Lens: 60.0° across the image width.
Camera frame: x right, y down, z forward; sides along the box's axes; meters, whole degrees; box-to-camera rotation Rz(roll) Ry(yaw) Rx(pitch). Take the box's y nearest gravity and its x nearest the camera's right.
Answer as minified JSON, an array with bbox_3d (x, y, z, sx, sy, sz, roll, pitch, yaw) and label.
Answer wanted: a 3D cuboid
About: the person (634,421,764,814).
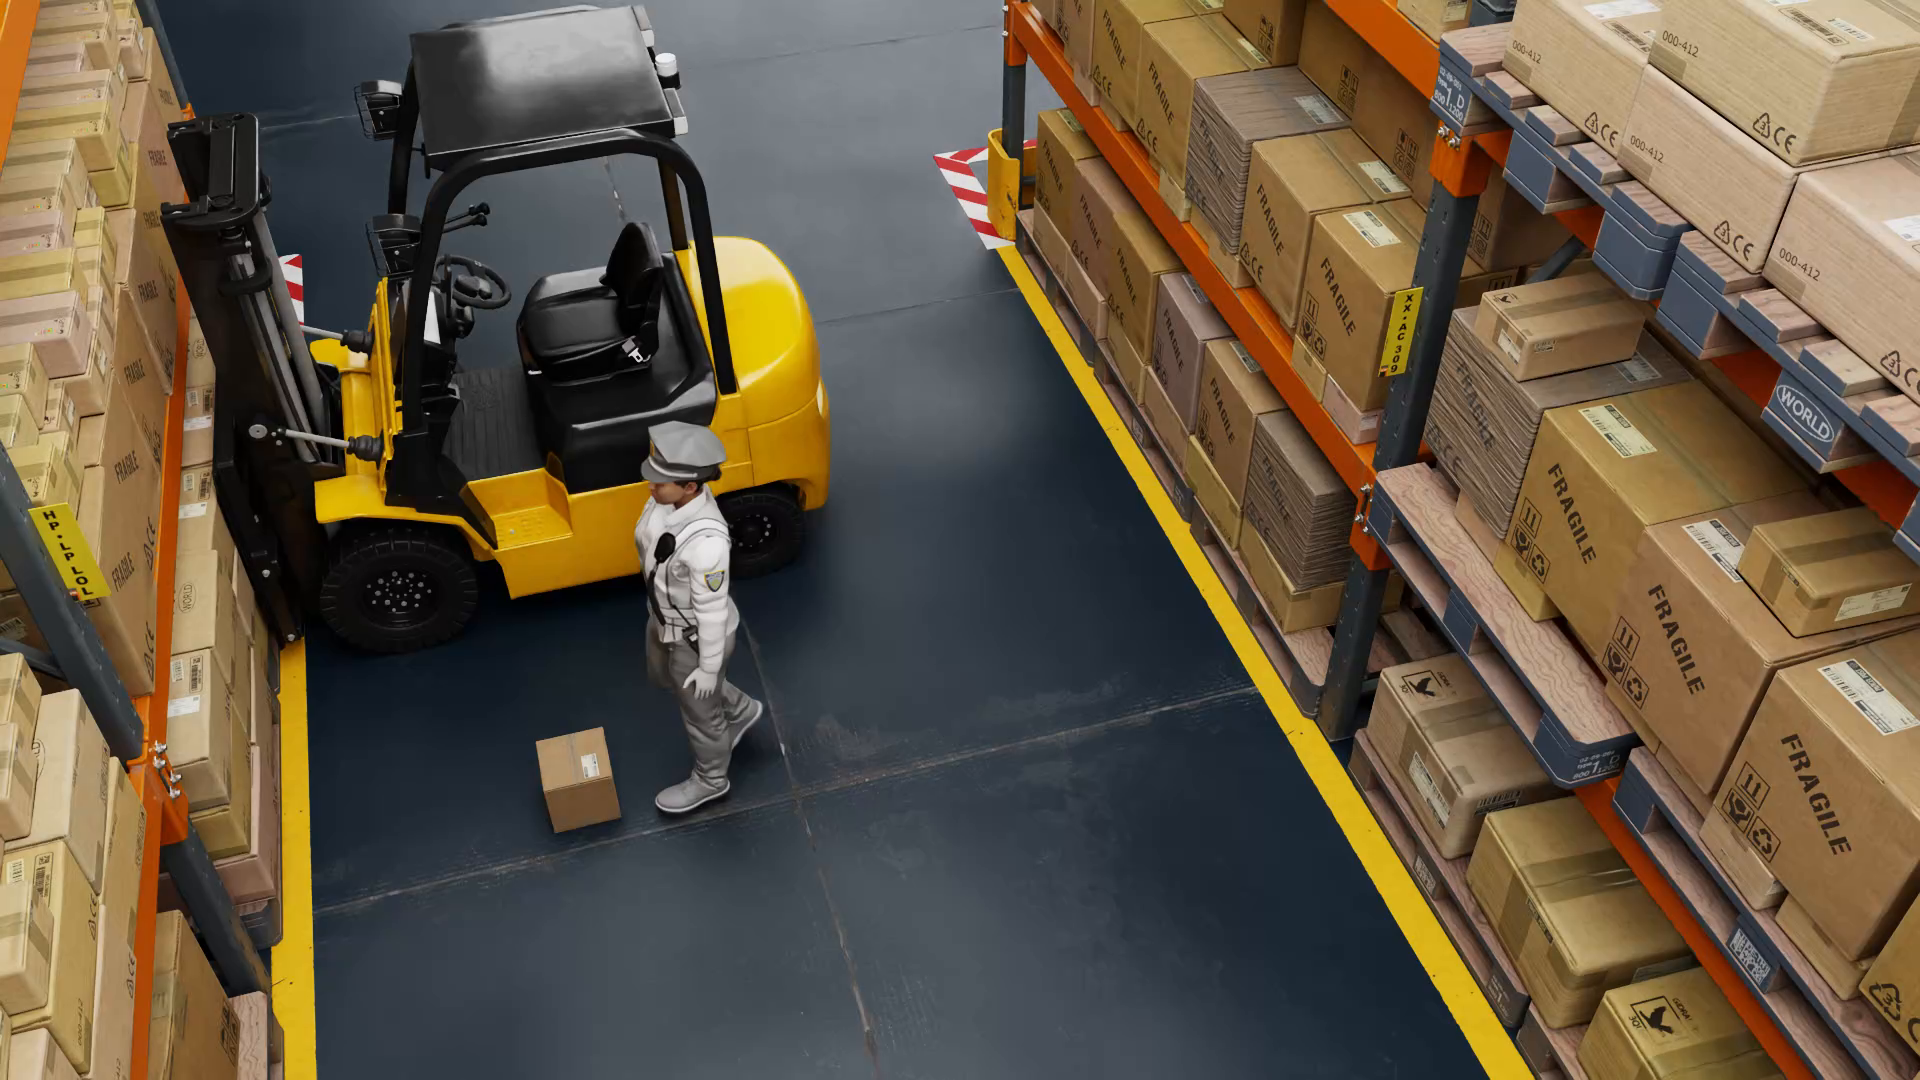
[{"bbox_3d":[-0.934,0.297,5.806,0.497,1.692,0.509,-16,45,-16],"label":"person"}]
